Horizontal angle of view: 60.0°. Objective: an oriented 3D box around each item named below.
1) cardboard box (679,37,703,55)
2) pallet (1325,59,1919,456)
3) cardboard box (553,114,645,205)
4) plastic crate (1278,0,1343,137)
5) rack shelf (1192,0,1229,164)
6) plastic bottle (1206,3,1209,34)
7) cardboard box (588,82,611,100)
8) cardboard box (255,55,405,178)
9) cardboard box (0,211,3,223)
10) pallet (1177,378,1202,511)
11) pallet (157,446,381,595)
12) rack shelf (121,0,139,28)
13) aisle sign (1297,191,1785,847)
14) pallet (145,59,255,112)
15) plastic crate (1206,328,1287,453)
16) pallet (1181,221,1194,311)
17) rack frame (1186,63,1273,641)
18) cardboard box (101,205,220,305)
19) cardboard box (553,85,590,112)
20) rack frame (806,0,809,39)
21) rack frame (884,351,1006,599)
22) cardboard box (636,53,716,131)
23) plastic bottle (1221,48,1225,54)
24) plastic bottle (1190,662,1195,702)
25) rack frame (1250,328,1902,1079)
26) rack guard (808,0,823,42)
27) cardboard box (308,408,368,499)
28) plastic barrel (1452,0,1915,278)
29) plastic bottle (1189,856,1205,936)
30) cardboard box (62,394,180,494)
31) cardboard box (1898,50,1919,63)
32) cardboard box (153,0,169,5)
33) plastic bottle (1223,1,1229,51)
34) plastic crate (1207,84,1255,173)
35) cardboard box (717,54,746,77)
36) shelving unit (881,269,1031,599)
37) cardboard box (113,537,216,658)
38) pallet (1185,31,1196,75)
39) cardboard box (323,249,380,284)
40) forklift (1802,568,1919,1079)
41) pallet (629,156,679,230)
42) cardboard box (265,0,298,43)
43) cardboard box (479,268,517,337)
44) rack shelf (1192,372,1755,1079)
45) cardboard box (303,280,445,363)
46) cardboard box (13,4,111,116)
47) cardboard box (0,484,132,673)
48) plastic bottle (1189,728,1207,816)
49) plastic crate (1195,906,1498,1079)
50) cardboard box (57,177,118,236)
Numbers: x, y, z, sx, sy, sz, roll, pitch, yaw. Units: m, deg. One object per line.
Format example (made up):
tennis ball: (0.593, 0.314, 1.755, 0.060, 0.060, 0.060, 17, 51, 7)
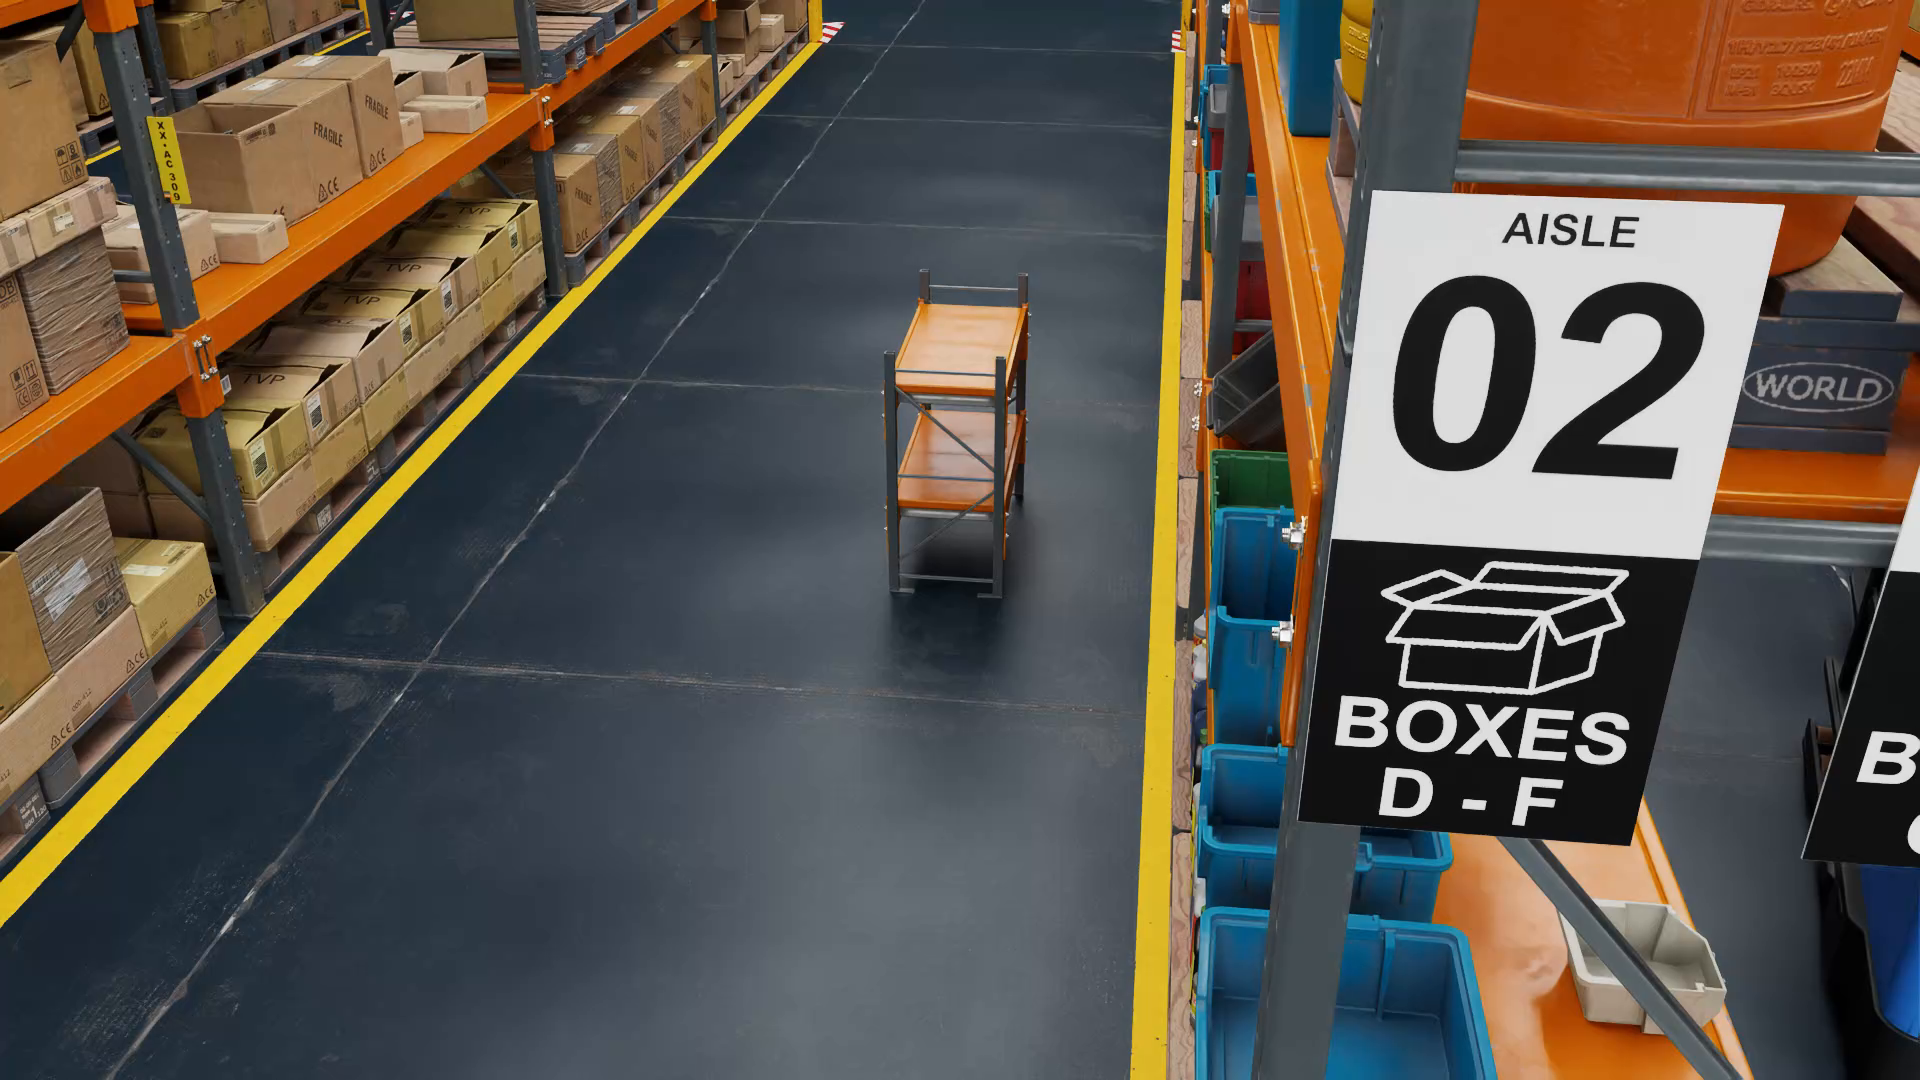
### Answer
cardboard box: (-2.653, -4.449, 15.217, 0.500, 0.311, 0.500, 3, 28, 6)
pallet: (1.111, -0.485, 2.523, 1.003, 0.211, 1.213, 3, 28, 6)
cardboard box: (-2.559, -2.692, 11.756, 0.500, 0.500, 0.500, 3, 28, 6)
plastic crate: (0.847, -1.092, 3.469, 0.392, 0.384, 0.575, 3, 28, 6)
rack shelf: (2.138, -3.254, 11.386, 1.077, 0.370, 4.000, 3, 28, 6)
plastic bottle: (1.753, -3.616, 11.435, 0.097, 0.271, 0.097, 0, 28, 0)
cardboard box: (-2.957, -3.195, 12.689, 0.500, 0.500, 0.500, 4, 29, 7)
cardboard box: (-3.212, -2.172, 8.514, 0.500, 0.500, 0.500, 2, 28, 3)
cardboard box: (-3.622, -1.204, 5.349, 0.700, 0.500, 0.500, 3, 28, 6)
pallet: (1.607, -0.466, 8.393, 1.003, 0.211, 1.213, 3, 28, 6)
pallet: (-3.462, -0.157, 7.819, 1.003, 0.211, 1.213, 3, 28, 6)
rack shelf: (-3.268, -2.981, 7.717, 1.077, 0.370, 4.000, 3, 28, 6)
aisle sign: (0.609, 0.009, 1.830, 0.394, 0.787, 0.004, 3, 28, 6)
pallet: (-7.279, -4.213, 15.348, 1.003, 0.211, 1.213, 3, 28, 6)
plastic crate: (1.212, -0.480, 5.544, 0.767, 0.338, 0.504, 3, 28, 6)
pallet: (1.948, -1.775, 10.822, 1.003, 0.211, 1.213, 3, 28, 6)
rack frame: (1.402, -0.746, 5.973, 1.000, 3.000, 0.127, 3, 28, 6)
cardboard box: (-3.496, -1.204, 6.981, 0.500, 0.250, 0.500, 5, 29, 9)
cardboard box: (-3.017, -3.305, 12.102, 0.500, 0.250, 0.500, 3, 28, 5)
rack frame: (-2.043, -6.684, 16.995, 1.000, 3.000, 0.127, 3, 28, 6)
rack frame: (-0.061, -0.259, 7.045, 0.500, 1.125, 0.032, 3, 28, 6)
cardboard box: (-2.309, -3.646, 13.526, 0.500, 0.500, 0.500, 3, 28, 6)
plastic bottle: (1.591, -2.965, 10.300, 0.097, 0.201, 0.097, 0, 28, 0)
plastic bottle: (0.903, 0.512, 6.123, 0.097, 0.201, 0.097, 0, 28, 0)
rack frame: (0.912, 1.137, 2.478, 1.000, 3.000, 0.127, 3, 28, 6)
rack guard: (-2.052, -5.548, 17.521, 1.175, 0.500, 0.348, 3, 28, 6)
cardboard box: (-3.154, -0.426, 7.835, 0.500, 0.250, 0.500, 4, 29, 7)
plastic barrel: (0.846, -0.794, 2.003, 0.600, 0.830, 0.708, 3, 28, 6)
plastic bottle: (0.777, 1.070, 5.010, 0.152, 0.276, 0.135, 3, 28, 5)
cardboard box: (-3.748, -0.464, 7.314, 0.500, 0.311, 0.500, 3, 28, 6)
cardboard box: (7.240, -3.171, 12.271, 1.225, 0.875, 0.875, 3, 29, 6)
cardboard box: (-7.377, -5.119, 15.599, 0.380, 0.149, 0.250, 2, 28, 5)
plastic bottle: (1.720, -3.433, 11.012, 0.144, 0.351, 0.185, 3, 28, 6)
plastic crate: (1.391, -1.914, 8.073, 0.402, 0.464, 0.583, 3, 28, 6)
cardboard box: (-2.171, -4.341, 15.168, 0.380, 0.166, 0.250, 3, 28, 6)
shelving unit: (0.001, -0.498, 7.489, 0.538, 1.125, 1.048, 3, 28, 6)
cardboard box: (-3.353, 0.221, 6.634, 0.500, 0.250, 0.500, 3, 28, 6)
pallet: (2.733, -4.781, 16.402, 1.003, 0.211, 1.213, 3, 28, 6)
cardboard box: (-3.499, -1.423, 9.093, 0.500, 0.311, 0.500, 3, 28, 5)
forklift: (3.561, -0.242, 5.109, 1.130, 2.935, 3.031, 10, 30, 18)
pallet: (-2.742, -2.613, 12.378, 1.003, 0.211, 1.213, 3, 28, 6)
cardboard box: (-7.068, -5.247, 16.520, 0.700, 0.500, 0.500, 2, 28, 5)
cardboard box: (-2.905, -1.388, 9.621, 0.500, 0.250, 0.500, 3, 28, 6)
rack shelf: (1.157, 0.512, 4.396, 1.077, 0.370, 4.000, 3, 28, 6)
cardboard box: (-3.028, -1.161, 8.607, 0.500, 0.311, 0.500, 4, 29, 8)
cardboard box: (-7.400, -4.013, 13.859, 0.750, 0.750, 0.750, 4, 29, 7)
cardboard box: (-3.426, 0.125, 6.020, 0.500, 0.500, 0.500, 3, 28, 6)
plastic bottle: (0.807, 0.776, 5.547, 0.061, 0.283, 0.133, 5, 29, 8)
plastic crate: (0.677, 0.949, 2.983, 0.499, 0.251, 0.616, 3, 28, 6)
cardboard box: (-3.334, -1.225, 6.072, 0.380, 0.149, 0.250, 3, 28, 6)
